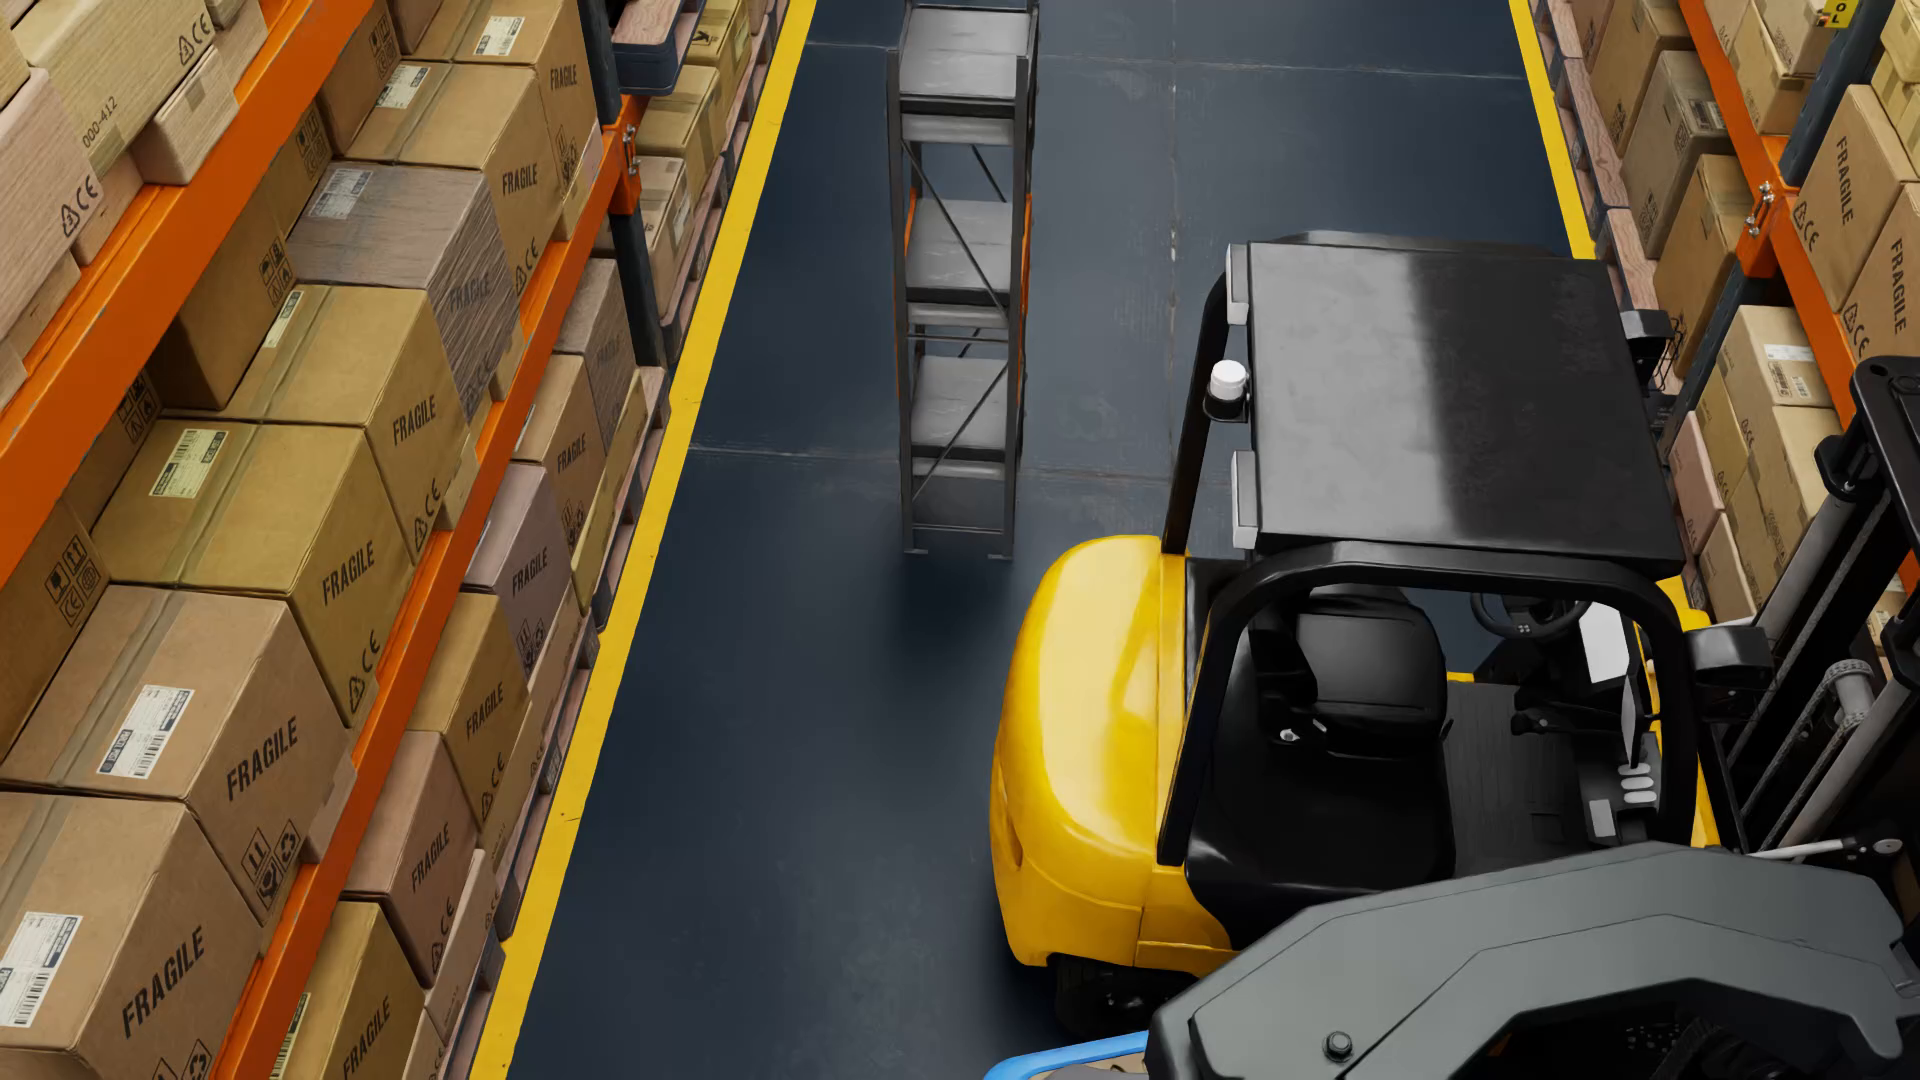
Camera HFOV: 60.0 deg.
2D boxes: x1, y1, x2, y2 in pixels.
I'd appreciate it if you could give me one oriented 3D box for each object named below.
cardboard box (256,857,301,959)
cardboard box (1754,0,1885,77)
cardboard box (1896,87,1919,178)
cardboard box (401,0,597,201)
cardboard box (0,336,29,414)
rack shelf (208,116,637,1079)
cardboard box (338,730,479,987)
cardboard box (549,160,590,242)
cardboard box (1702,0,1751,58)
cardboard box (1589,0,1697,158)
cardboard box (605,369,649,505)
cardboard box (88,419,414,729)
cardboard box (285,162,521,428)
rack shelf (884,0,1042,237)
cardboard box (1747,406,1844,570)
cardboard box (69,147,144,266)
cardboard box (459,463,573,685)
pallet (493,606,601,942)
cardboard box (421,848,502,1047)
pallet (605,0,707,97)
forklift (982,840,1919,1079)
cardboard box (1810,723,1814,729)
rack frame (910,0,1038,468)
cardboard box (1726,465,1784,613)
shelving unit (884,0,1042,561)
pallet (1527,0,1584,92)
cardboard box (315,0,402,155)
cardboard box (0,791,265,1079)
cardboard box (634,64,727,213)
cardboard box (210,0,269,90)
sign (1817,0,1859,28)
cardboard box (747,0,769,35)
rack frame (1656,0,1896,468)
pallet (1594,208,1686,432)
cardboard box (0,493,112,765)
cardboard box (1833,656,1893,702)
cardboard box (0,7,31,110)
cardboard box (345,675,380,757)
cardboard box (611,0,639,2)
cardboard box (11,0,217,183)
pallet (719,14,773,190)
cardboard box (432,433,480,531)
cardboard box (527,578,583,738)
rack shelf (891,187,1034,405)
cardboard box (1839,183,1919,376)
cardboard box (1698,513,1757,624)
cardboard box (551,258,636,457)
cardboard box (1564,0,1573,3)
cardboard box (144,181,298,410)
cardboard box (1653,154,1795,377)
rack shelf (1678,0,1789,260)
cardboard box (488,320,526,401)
[{"bbox_3d":[-1.705,0.771,3.682,0.380,0.149,0.250,2,48,2],"label":"cardboard box"},{"bbox_3d":[3.043,-1.806,5.632,0.500,0.250,0.500,3,48,3],"label":"cardboard box"},{"bbox_3d":[2.939,-1.156,4.767,0.380,0.149,0.250,5,48,4],"label":"cardboard box"},{"bbox_3d":[-1.484,-1.432,5.258,0.500,0.500,0.500,3,48,3],"label":"cardboard box"},{"bbox_3d":[-1.709,-0.243,2.577,0.380,0.149,0.250,5,48,5],"label":"cardboard box"},{"bbox_3d":[-1.873,0.071,4.639,1.077,0.370,4.000,4,48,4],"label":"rack shelf"},{"bbox_3d":[-1.662,0.855,4.506,0.500,0.500,0.500,2,48,2],"label":"cardboard box"},{"bbox_3d":[-1.433,-1.116,5.408,0.380,0.149,0.250,5,48,4],"label":"cardboard box"},{"bbox_3d":[3.078,-2.017,6.164,0.500,0.250,0.500,4,48,3],"label":"cardboard box"},{"bbox_3d":[3.434,-2.157,7.515,0.875,0.625,0.625,2,48,2],"label":"cardboard box"},{"bbox_3d":[-1.477,-0.402,6.164,0.500,0.250,0.500,6,48,5],"label":"cardboard box"},{"bbox_3d":[-1.647,0.079,3.875,0.500,0.500,0.500,3,48,3],"label":"cardboard box"},{"bbox_3d":[-1.567,-0.672,4.562,0.500,0.500,0.500,5,48,5],"label":"cardboard box"},{"bbox_3d":[0.015,-1.294,5.080,0.431,0.518,0.480,4,48,4],"label":"rack shelf"},{"bbox_3d":[2.839,-0.152,5.257,0.500,0.250,0.500,4,48,4],"label":"cardboard box"},{"bbox_3d":[-1.690,-0.621,2.923,0.380,0.149,0.250,3,48,2],"label":"cardboard box"},{"bbox_3d":[-1.568,0.094,5.202,0.500,0.500,0.500,6,48,6],"label":"cardboard box"},{"bbox_3d":[-1.825,0.695,5.471,1.003,0.211,1.213,4,48,4],"label":"pallet"},{"bbox_3d":[-1.652,1.136,4.757,0.500,0.250,0.500,5,48,5],"label":"cardboard box"},{"bbox_3d":[-1.476,-2.128,6.294,1.003,0.211,1.213,4,48,4],"label":"pallet"},{"bbox_3d":[0.827,1.906,2.521,1.130,2.935,3.031,-9,48,-8],"label":"forklift"},{"bbox_3d":[2.753,0.752,4.769,0.500,0.250,0.500,4,48,3],"label":"cardboard box"},{"bbox_3d":[0.037,-1.010,5.750,0.400,2.100,0.015,4,48,4],"label":"rack frame"},{"bbox_3d":[2.857,0.013,5.446,0.500,0.250,0.500,4,48,3],"label":"cardboard box"},{"bbox_3d":[0.015,-0.830,5.586,0.431,2.100,0.503,4,48,4],"label":"shelving unit"},{"bbox_3d":[3.503,-2.706,8.582,1.003,0.211,1.213,4,48,4],"label":"pallet"},{"bbox_3d":[-2.015,-1.430,4.578,0.700,0.500,0.500,4,48,4],"label":"cardboard box"},{"bbox_3d":[-1.736,0.835,3.184,0.500,0.500,0.500,3,48,3],"label":"cardboard box"},{"bbox_3d":[-1.583,-1.810,7.369,0.950,0.372,0.625,7,48,6],"label":"cardboard box"},{"bbox_3d":[-1.604,-0.997,3.267,0.380,0.149,0.250,3,48,2],"label":"cardboard box"},{"bbox_3d":[2.711,-1.703,5.044,0.100,0.325,0.005,4,48,4],"label":"sign"},{"bbox_3d":[-1.447,-2.878,8.346,0.950,0.372,0.625,3,48,3],"label":"cardboard box"},{"bbox_3d":[3.252,-1.310,5.415,1.000,3.000,0.127,4,48,4],"label":"rack frame"},{"bbox_3d":[3.281,-0.913,6.942,1.003,0.211,1.213,4,48,4],"label":"pallet"},{"bbox_3d":[-2.173,0.065,3.211,0.700,0.500,0.500,4,48,4],"label":"cardboard box"},{"bbox_3d":[2.750,0.600,4.570,0.500,0.250,0.500,3,48,3],"label":"cardboard box"},{"bbox_3d":[-1.632,-0.691,2.446,0.380,0.149,0.250,4,48,3],"label":"cardboard box"},{"bbox_3d":[-1.645,0.396,4.026,0.380,0.149,0.250,5,48,5],"label":"cardboard box"},{"bbox_3d":[-1.326,-2.083,6.008,0.380,0.149,0.250,5,48,4],"label":"cardboard box"},{"bbox_3d":[-1.666,-0.866,2.877,0.500,0.250,0.500,5,48,5],"label":"cardboard box"},{"bbox_3d":[-1.513,-2.171,8.093,1.003,0.211,1.213,4,48,4],"label":"pallet"},{"bbox_3d":[-1.546,-0.175,4.548,0.380,0.149,0.250,4,48,4],"label":"cardboard box"},{"bbox_3d":[-1.567,0.363,5.464,0.500,0.250,0.500,5,48,4],"label":"cardboard box"},{"bbox_3d":[0.015,-0.821,5.597,0.431,0.518,0.480,4,48,4],"label":"rack shelf"},{"bbox_3d":[2.921,-0.651,4.745,0.500,0.500,0.500,5,48,4],"label":"cardboard box"},{"bbox_3d":[2.848,0.184,5.628,0.500,0.250,0.500,3,48,3],"label":"cardboard box"},{"bbox_3d":[-1.478,-0.655,5.887,0.500,0.500,0.500,3,48,3],"label":"cardboard box"},{"bbox_3d":[3.547,-3.132,8.407,0.875,0.625,0.625,5,48,5],"label":"cardboard box"},{"bbox_3d":[-2.045,-0.674,3.886,0.700,0.500,0.500,4,48,3],"label":"cardboard box"},{"bbox_3d":[3.289,-1.034,6.488,0.875,0.625,0.625,6,48,5],"label":"cardboard box"},{"bbox_3d":[3.435,-2.537,7.025,1.077,0.370,4.000,4,48,4],"label":"rack shelf"},{"bbox_3d":[-1.506,-0.553,4.893,0.380,0.149,0.250,3,48,3],"label":"cardboard box"}]
